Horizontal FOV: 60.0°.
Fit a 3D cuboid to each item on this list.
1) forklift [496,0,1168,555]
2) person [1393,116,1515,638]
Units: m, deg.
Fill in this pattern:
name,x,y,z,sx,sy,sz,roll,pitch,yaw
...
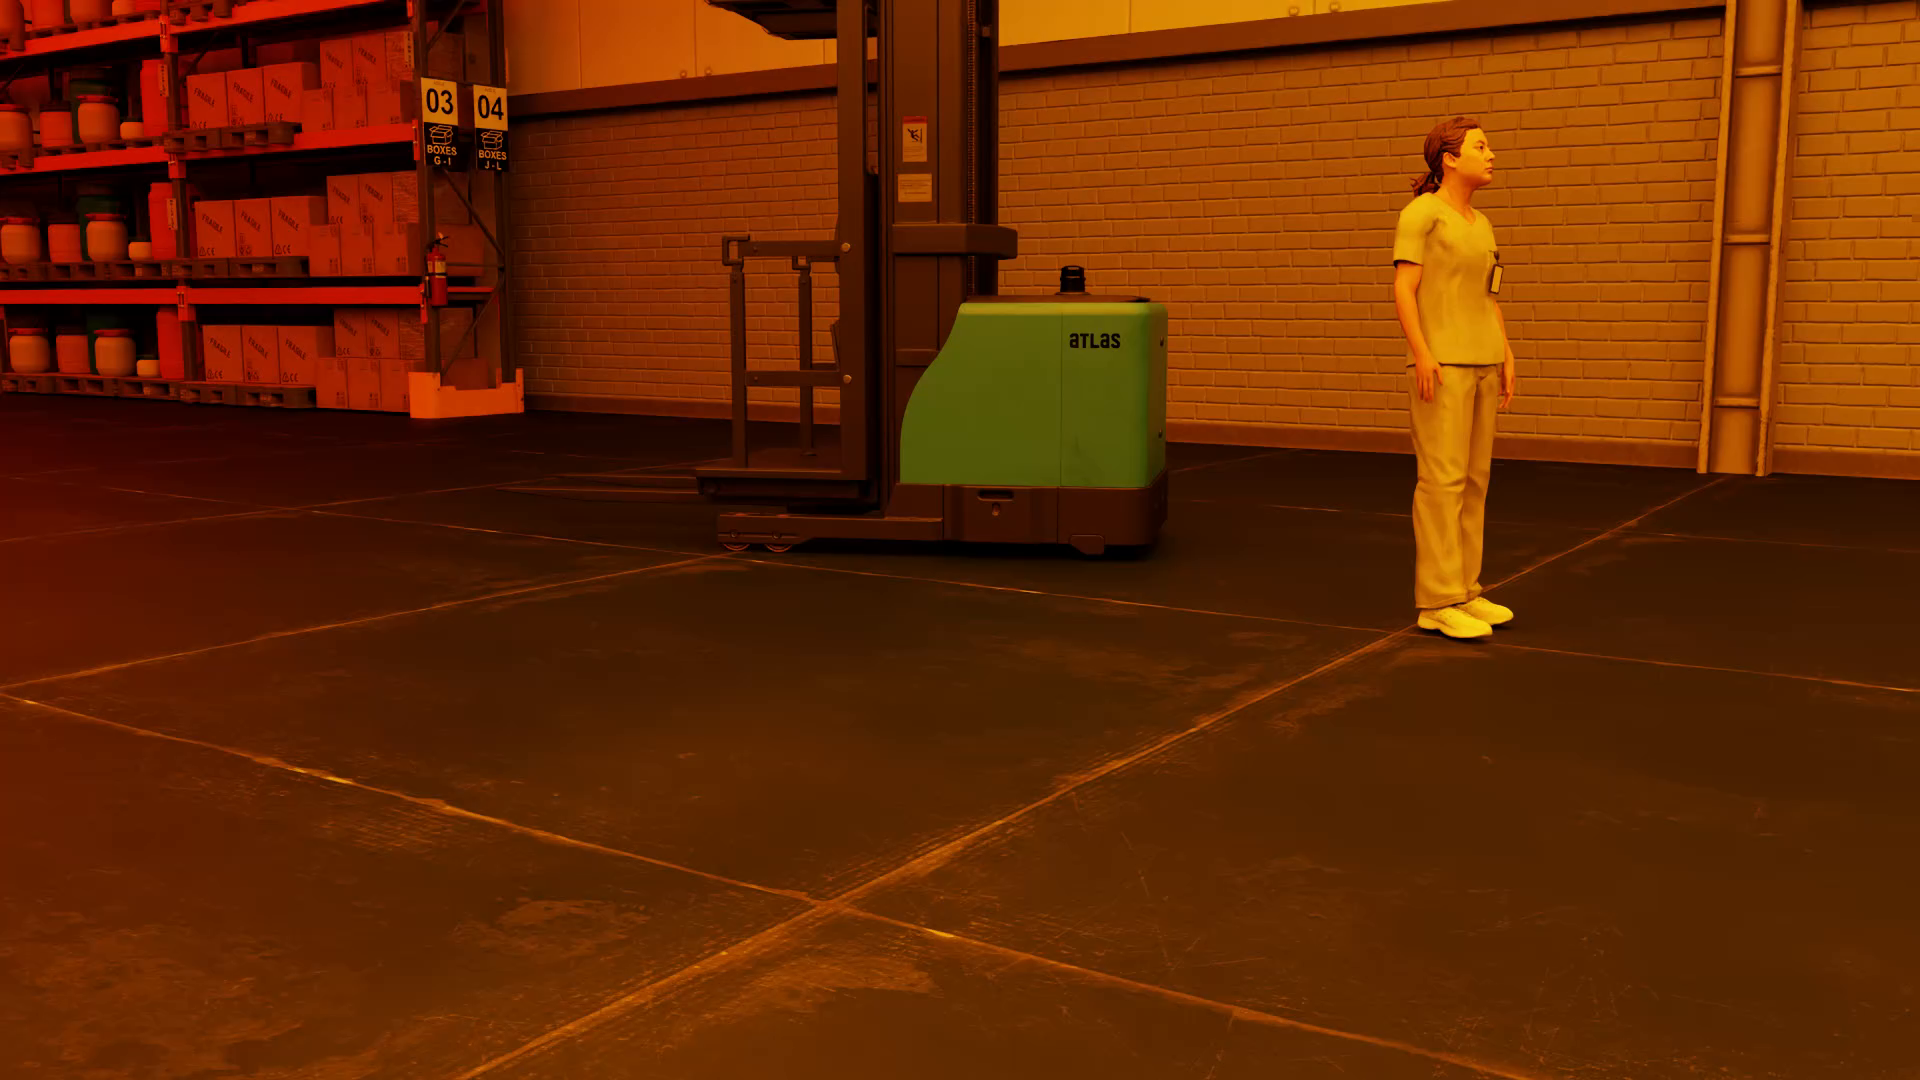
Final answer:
name,x,y,z,sx,sy,sz,roll,pitch,yaw
forklift,-0.596,-1.469,7.520,3.031,2.935,1.130,2,8,12
person,1.687,-0.554,5.493,0.550,1.673,0.548,-6,10,-38
